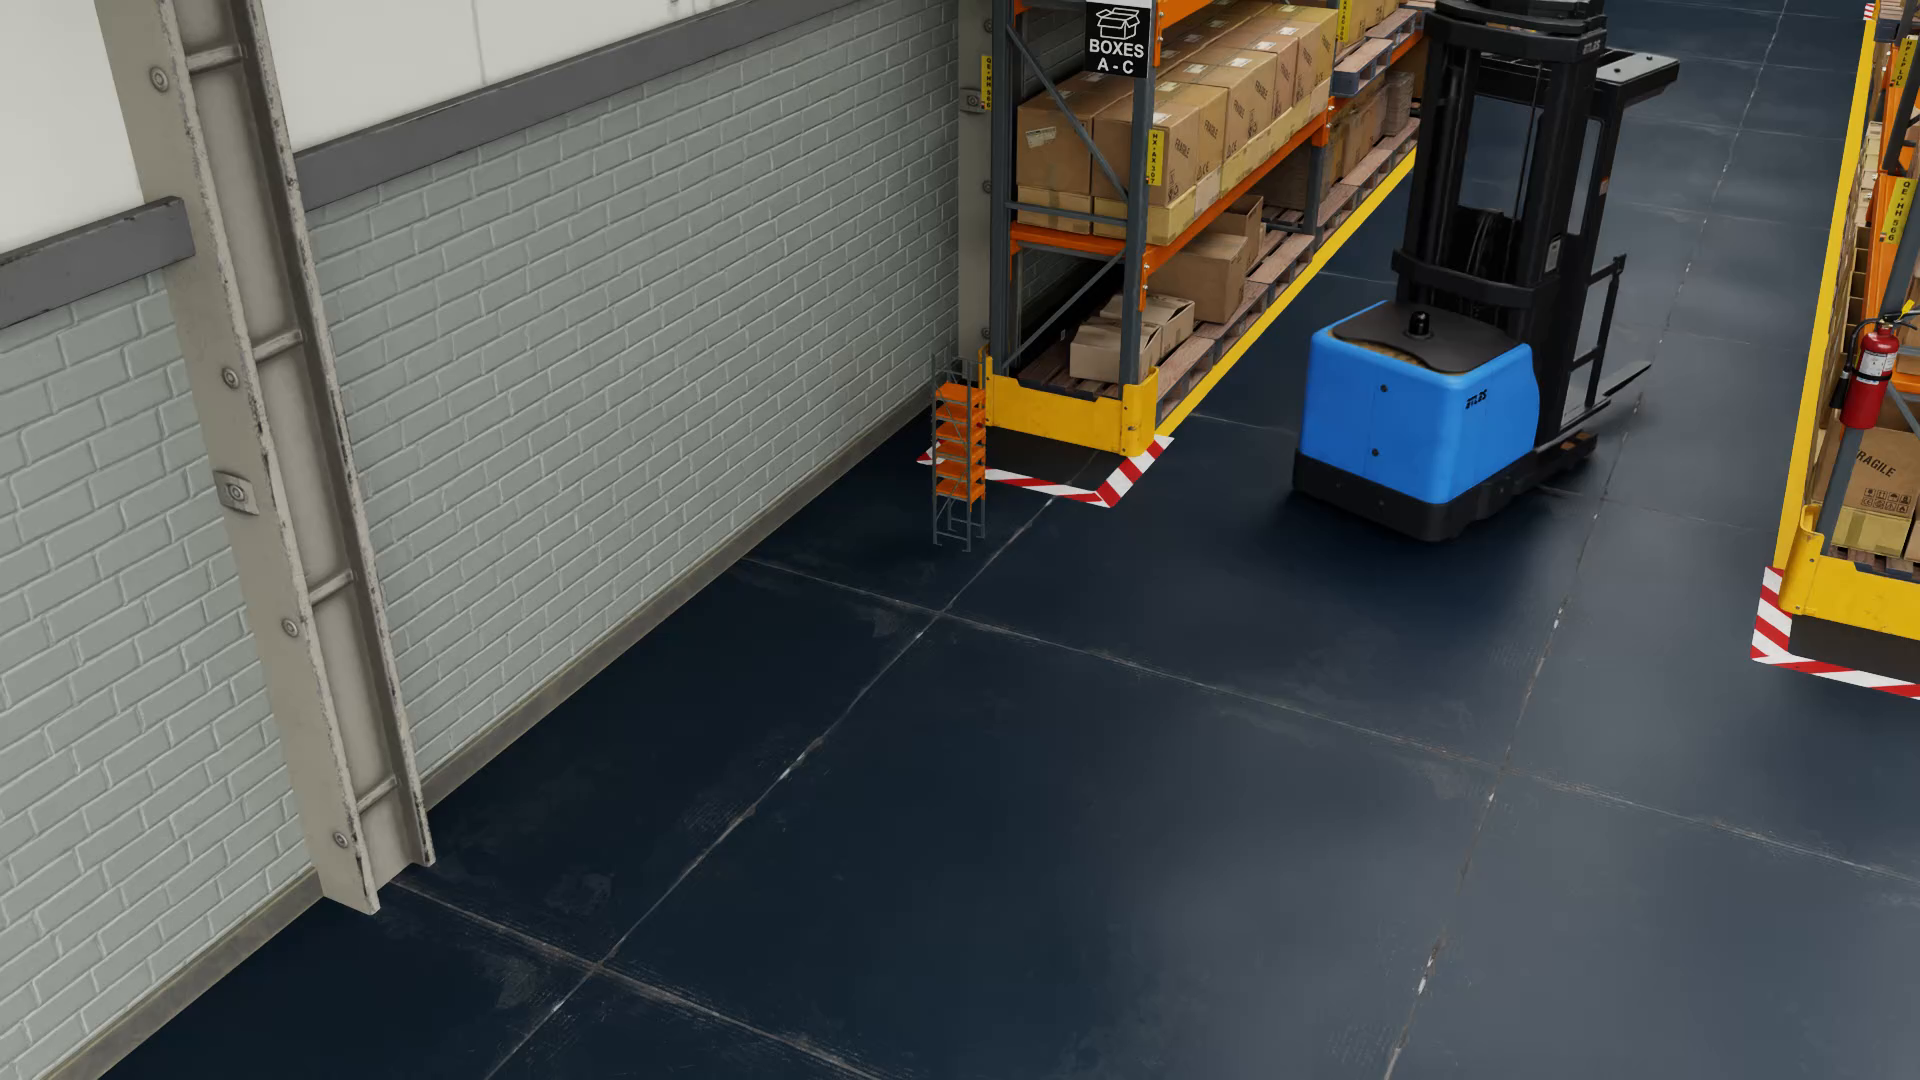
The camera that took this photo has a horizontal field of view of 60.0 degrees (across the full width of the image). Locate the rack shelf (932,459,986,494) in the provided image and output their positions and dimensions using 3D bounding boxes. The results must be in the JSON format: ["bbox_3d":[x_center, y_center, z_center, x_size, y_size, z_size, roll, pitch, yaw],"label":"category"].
[{"bbox_3d":[-0.007,-0.371,9.522,0.258,0.103,0.180,14,33,23],"label":"rack shelf"}]

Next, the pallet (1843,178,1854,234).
[{"bbox_3d":[8.307,-2.855,14.510,1.003,0.211,1.213,14,33,23],"label":"pallet"}]

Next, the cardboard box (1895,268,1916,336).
[{"bbox_3d":[5.532,-1.356,8.998,0.700,0.500,0.500,15,33,25],"label":"cardboard box"}]

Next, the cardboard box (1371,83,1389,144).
[{"bbox_3d":[3.686,-4.117,15.975,0.700,0.500,0.500,14,33,23],"label":"cardboard box"}]

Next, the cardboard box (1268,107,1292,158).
[{"bbox_3d":[2.087,-2.989,12.073,0.500,0.250,0.500,14,33,23],"label":"cardboard box"}]

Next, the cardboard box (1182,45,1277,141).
[{"bbox_3d":[1.846,-3.085,11.487,0.500,0.500,0.500,15,33,25],"label":"cardboard box"}]

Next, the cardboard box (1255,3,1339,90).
[{"bbox_3d":[2.543,-3.759,12.661,0.500,0.500,0.500,14,33,23],"label":"cardboard box"}]

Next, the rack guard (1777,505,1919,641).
[{"bbox_3d":[5.062,0.220,8.864,1.175,0.500,0.348,14,33,23],"label":"rack guard"}]

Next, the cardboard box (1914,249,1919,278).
[{"bbox_3d":[5.077,-1.411,8.444,0.380,0.149,0.250,14,33,22],"label":"cardboard box"}]

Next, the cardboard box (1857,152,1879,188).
[{"bbox_3d":[7.751,-3.028,13.787,0.500,0.311,0.500,13,32,22],"label":"cardboard box"}]

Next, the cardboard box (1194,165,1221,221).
[{"bbox_3d":[1.390,-2.318,10.904,0.500,0.250,0.500,13,32,22],"label":"cardboard box"}]

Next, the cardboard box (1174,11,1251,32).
[{"bbox_3d":[1.844,-3.649,12.470,0.500,0.500,0.500,14,33,23],"label":"cardboard box"}]

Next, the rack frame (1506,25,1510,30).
[{"bbox_3d":[6.128,-7.316,19.478,1.000,3.000,0.127,14,33,23],"label":"rack frame"}]

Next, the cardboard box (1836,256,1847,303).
[{"bbox_3d":[6.826,-1.887,12.363,0.500,0.250,0.500,14,33,23],"label":"cardboard box"}]

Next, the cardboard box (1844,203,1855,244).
[{"bbox_3d":[7.523,-2.563,13.540,0.500,0.250,0.500,15,33,24],"label":"cardboard box"}]

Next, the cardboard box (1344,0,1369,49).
[{"bbox_3d":[3.006,-4.468,13.976,0.700,0.500,0.500,18,34,28],"label":"cardboard box"}]

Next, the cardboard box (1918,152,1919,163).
[{"bbox_3d":[6.016,-2.325,10.034,0.380,0.149,0.250,13,32,22],"label":"cardboard box"}]

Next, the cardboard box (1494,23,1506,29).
[{"bbox_3d":[5.947,-6.248,19.356,0.750,0.750,0.750,15,33,24],"label":"cardboard box"}]

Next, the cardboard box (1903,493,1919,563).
[{"bbox_3d":[5.515,-0.051,9.166,0.500,0.250,0.500,14,33,23],"label":"cardboard box"}]

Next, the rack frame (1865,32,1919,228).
[{"bbox_3d":[6.895,-2.647,11.348,1.000,3.000,0.127,14,33,23],"label":"rack frame"}]

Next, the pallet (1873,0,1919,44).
[{"bbox_3d":[8.963,-4.654,15.035,1.213,0.211,1.003,14,33,23],"label":"pallet"}]

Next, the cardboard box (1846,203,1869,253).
[{"bbox_3d":[7.055,-2.357,12.619,0.500,0.311,0.500,15,33,25],"label":"cardboard box"}]

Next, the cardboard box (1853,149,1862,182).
[{"bbox_3d":[8.217,-3.245,14.728,0.500,0.250,0.500,14,33,23],"label":"cardboard box"}]

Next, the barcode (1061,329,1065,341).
[{"bbox_3d":[0.708,-1.410,11.443,0.001,0.075,0.075,14,33,23],"label":"barcode"}]

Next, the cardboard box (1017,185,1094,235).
[{"bbox_3d":[0.701,-2.191,10.684,0.500,0.250,0.500,15,33,24],"label":"cardboard box"}]

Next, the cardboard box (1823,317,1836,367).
[{"bbox_3d":[6.181,-1.280,11.306,0.500,0.250,0.500,14,33,23],"label":"cardboard box"}]

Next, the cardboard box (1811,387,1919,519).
[{"bbox_3d":[5.052,-0.494,9.185,0.500,0.500,0.500,14,33,23],"label":"cardboard box"}]

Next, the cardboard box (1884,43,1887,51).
[{"bbox_3d":[9.646,-5.023,16.801,0.500,0.250,0.500,14,33,23],"label":"cardboard box"}]

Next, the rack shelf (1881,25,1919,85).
[{"bbox_3d":[9.628,-4.995,16.159,1.077,0.370,4.000,14,33,23],"label":"rack shelf"}]

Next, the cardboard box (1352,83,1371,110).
[{"bbox_3d":[3.478,-4.176,15.326,0.500,0.250,0.500,14,33,23],"label":"cardboard box"}]

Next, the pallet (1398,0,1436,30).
[{"bbox_3d":[4.076,-5.120,15.846,1.213,0.211,1.003,14,33,23],"label":"pallet"}]

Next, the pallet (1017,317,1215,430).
[{"bbox_3d":[1.097,-1.173,11.581,1.003,0.211,1.213,14,33,23],"label":"pallet"}]

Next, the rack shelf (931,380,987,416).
[{"bbox_3d":[-0.007,-0.788,9.283,0.258,0.103,0.180,14,33,23],"label":"rack shelf"}]

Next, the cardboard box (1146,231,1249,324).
[{"bbox_3d":[1.695,-1.956,12.212,0.700,0.500,0.500,12,32,20],"label":"cardboard box"}]

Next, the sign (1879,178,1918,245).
[{"bbox_3d":[4.596,-1.608,8.138,0.100,0.325,0.005,14,33,23],"label":"sign"}]

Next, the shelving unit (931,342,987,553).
[{"bbox_3d":[-0.007,-0.514,9.440,0.258,1.200,0.189,14,33,23],"label":"shelving unit"}]

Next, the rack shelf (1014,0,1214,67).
[{"bbox_3d":[1.572,-3.872,11.190,1.077,0.370,4.000,14,33,23],"label":"rack shelf"}]

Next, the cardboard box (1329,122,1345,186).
[{"bbox_3d":[2.994,-3.447,14.809,0.700,0.500,0.500,14,33,22],"label":"cardboard box"}]

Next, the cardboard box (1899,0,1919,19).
[{"bbox_3d":[8.903,-4.951,14.837,0.700,0.500,0.500,4,30,7],"label":"cardboard box"}]

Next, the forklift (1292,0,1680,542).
[{"bbox_3d":[3.439,-1.890,10.097,3.031,2.935,1.130,-26,39,-37],"label":"forklift"}]

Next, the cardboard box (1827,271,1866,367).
[{"bbox_3d":[5.949,-1.384,10.735,0.500,0.500,0.500,14,33,23],"label":"cardboard box"}]

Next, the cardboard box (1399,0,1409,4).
[{"bbox_3d":[3.870,-5.312,15.447,0.700,0.500,0.500,11,32,19],"label":"cardboard box"}]

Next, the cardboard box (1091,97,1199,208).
[{"bbox_3d":[1.146,-2.409,10.310,0.500,0.500,0.500,14,33,23],"label":"cardboard box"}]

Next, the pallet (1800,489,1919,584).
[{"bbox_3d":[5.384,-0.014,9.561,1.003,0.211,1.213,14,33,23],"label":"pallet"}]

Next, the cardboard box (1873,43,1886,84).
[{"bbox_3d":[10.102,-5.142,17.760,0.500,0.500,0.500,13,32,21],"label":"cardboard box"}]

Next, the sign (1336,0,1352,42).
[{"bbox_3d":[2.970,-4.025,12.878,0.100,0.325,0.005,14,33,23],"label":"sign"}]

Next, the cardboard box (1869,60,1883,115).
[{"bbox_3d":[9.404,-4.459,16.571,0.500,0.500,0.500,13,32,21],"label":"cardboard box"}]

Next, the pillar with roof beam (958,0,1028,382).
[{"bbox_3d":[4.042,-4.128,7.902,9.100,9.000,0.400,14,33,23],"label":"pillar with roof beam"}]

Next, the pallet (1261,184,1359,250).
[{"bbox_3d":[2.837,-2.906,14.598,1.003,0.211,1.213,14,33,23],"label":"pallet"}]

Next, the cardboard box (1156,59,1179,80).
[{"bbox_3d":[1.156,-2.973,11.293,0.500,0.500,0.500,13,32,22],"label":"cardboard box"}]

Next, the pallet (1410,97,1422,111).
[{"bbox_3d":[4.732,-4.666,17.663,1.003,0.211,1.213,14,33,23],"label":"pallet"}]

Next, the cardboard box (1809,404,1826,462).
[{"bbox_3d":[5.497,-0.615,10.149,0.500,0.250,0.500,14,33,23],"label":"cardboard box"}]
